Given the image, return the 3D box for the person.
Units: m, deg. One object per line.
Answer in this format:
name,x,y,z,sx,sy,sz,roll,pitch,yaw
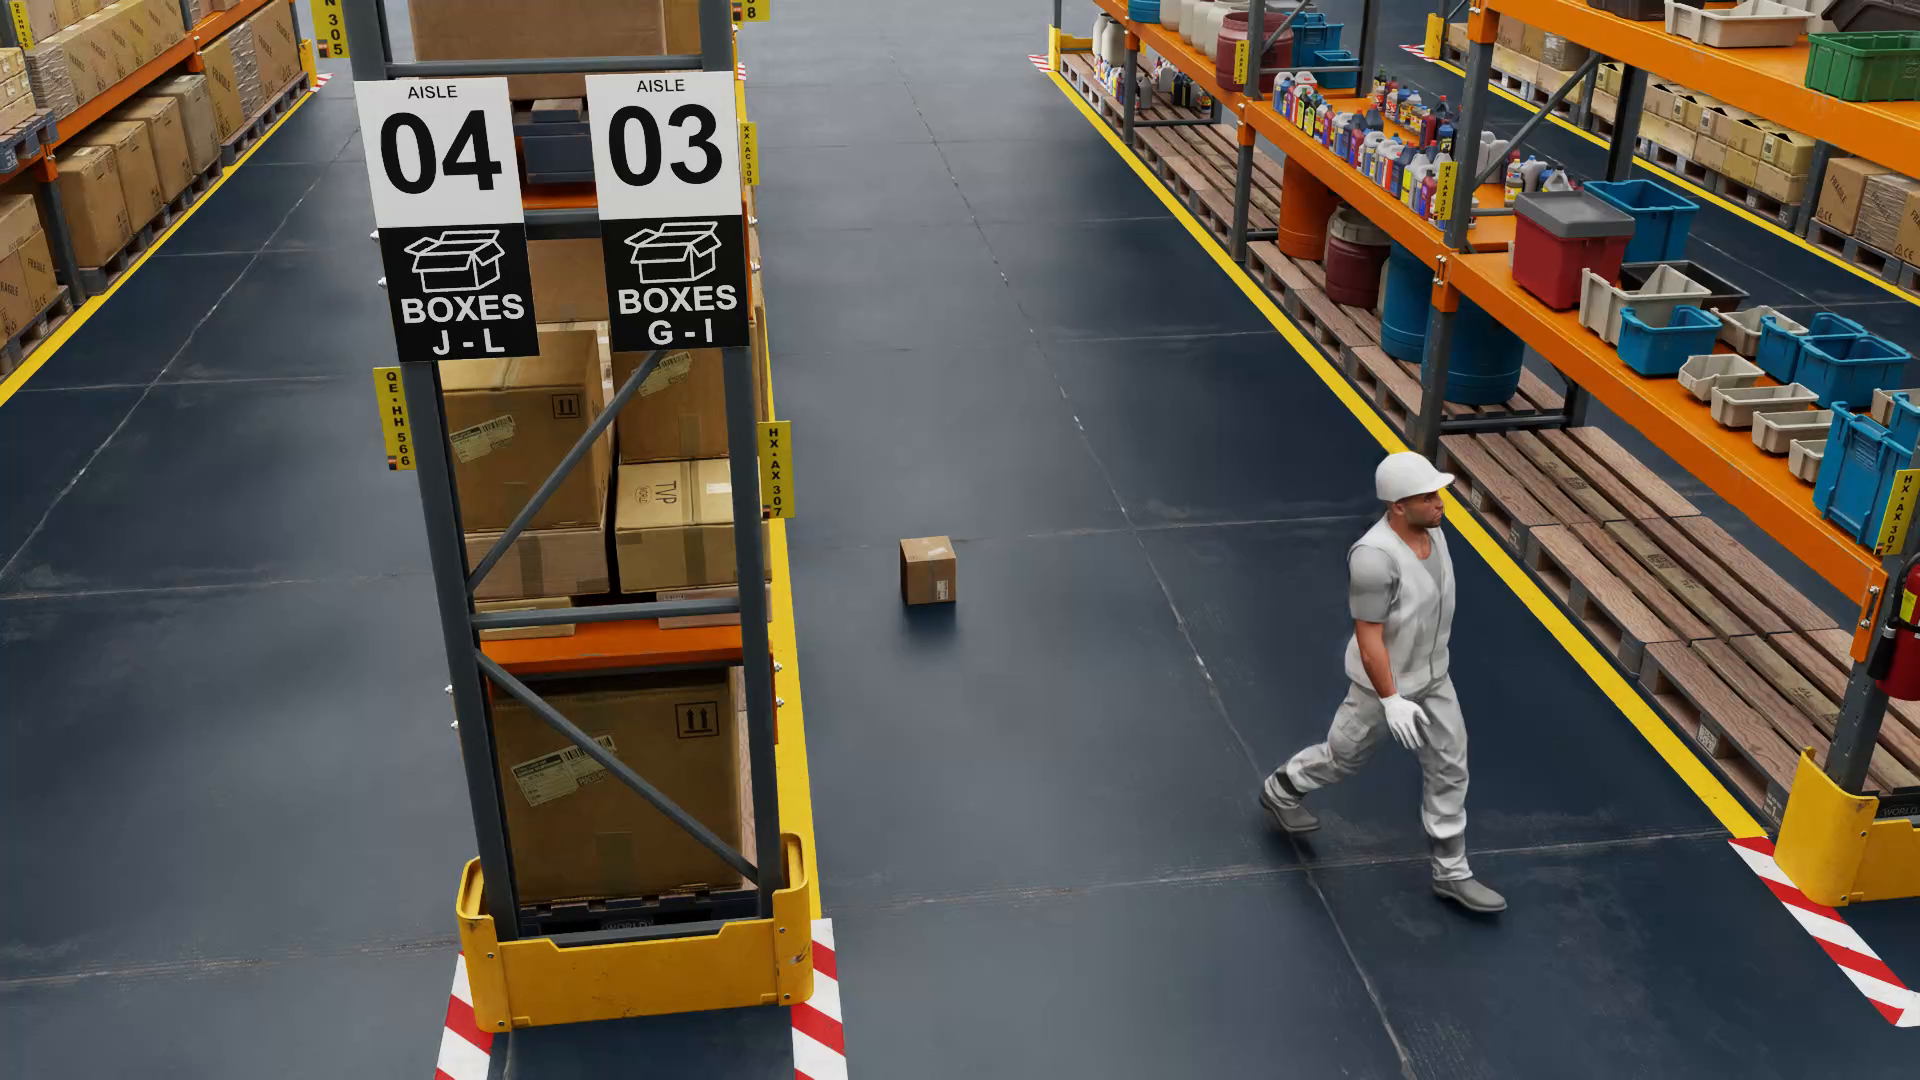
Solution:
person,1.617,0.504,6.101,0.527,1.744,1.033,-21,34,-35
